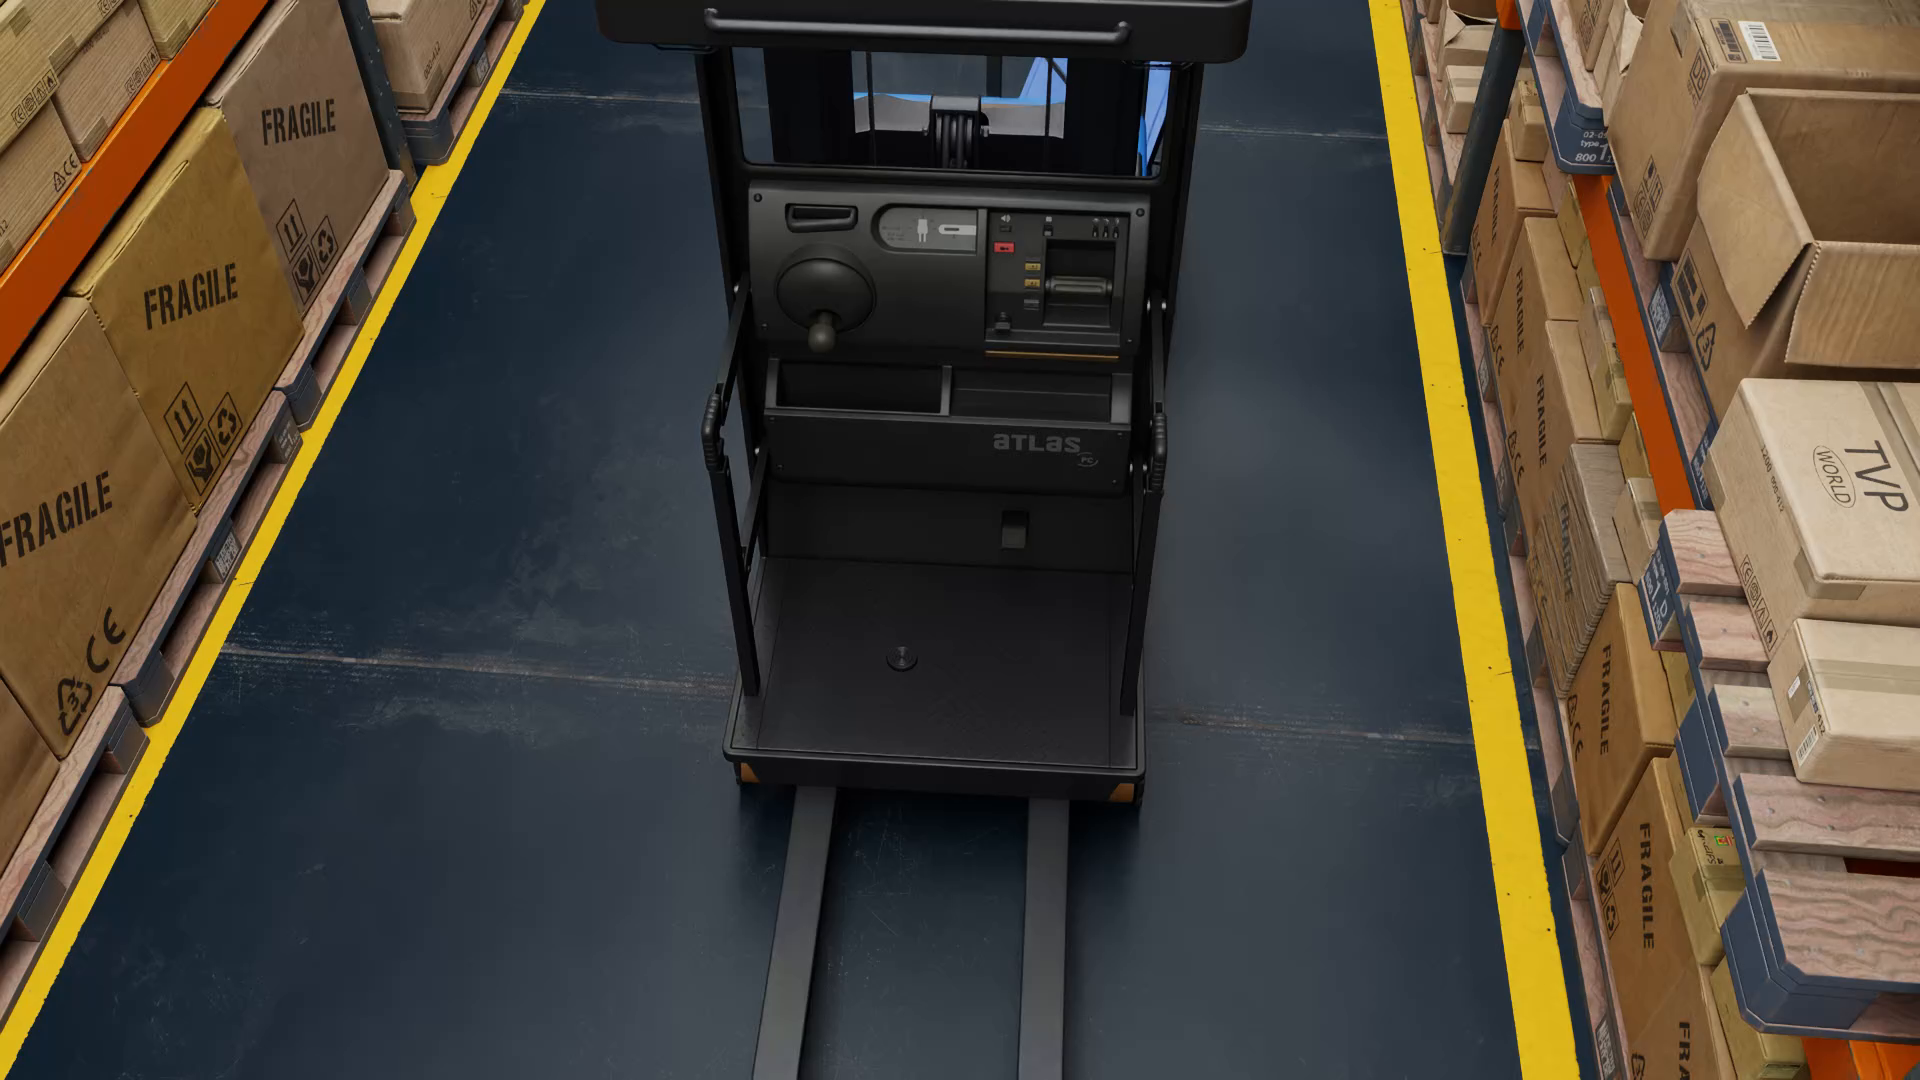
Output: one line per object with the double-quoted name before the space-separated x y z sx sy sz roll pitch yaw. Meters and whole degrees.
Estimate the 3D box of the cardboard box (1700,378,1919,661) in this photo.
"cardboard box" 1.719 -0.035 3.066 0.500 0.250 0.500 2 48 2

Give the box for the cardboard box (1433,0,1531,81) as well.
"cardboard box" 2.100 -1.996 6.611 0.396 0.266 0.258 5 48 5

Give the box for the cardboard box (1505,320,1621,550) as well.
"cardboard box" 1.953 -0.285 4.888 0.500 0.500 0.500 3 48 2

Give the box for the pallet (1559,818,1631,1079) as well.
"pallet" 2.051 1.248 3.965 1.003 0.211 1.213 4 48 4

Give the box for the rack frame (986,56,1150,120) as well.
"rack frame" 0.329 -1.211 5.341 0.500 1.500 0.032 11 48 9

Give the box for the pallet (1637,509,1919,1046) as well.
"pallet" 1.937 0.415 2.967 1.213 0.211 1.003 4 48 4

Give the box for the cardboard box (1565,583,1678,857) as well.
"cardboard box" 1.871 0.478 4.189 0.500 0.500 0.500 6 48 5

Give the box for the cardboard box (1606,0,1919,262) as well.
"cardboard box" 1.924 -0.964 3.746 0.700 0.500 0.500 4 48 3

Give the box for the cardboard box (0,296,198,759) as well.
"cardboard box" -2.767 -0.059 4.427 0.875 0.875 0.875 4 48 4

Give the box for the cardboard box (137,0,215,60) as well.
"cardboard box" -2.471 -1.646 4.824 0.500 0.250 0.500 3 48 3

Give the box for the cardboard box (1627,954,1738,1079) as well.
"cardboard box" 1.769 1.230 3.502 0.500 0.500 0.500 5 48 5

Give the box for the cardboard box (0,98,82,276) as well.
"cardboard box" -2.579 -0.896 4.139 0.500 0.250 0.500 4 48 4

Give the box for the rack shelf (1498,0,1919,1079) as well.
"rack shelf" 2.127 -0.373 4.046 1.077 0.370 4.000 4 48 4

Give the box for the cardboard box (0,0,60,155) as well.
"cardboard box" -2.541 -1.068 3.957 0.500 0.250 0.500 5 48 4

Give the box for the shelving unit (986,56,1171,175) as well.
"shelving unit" 0.453 -1.575 5.674 0.538 1.500 1.048 11 48 9

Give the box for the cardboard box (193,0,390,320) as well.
"cardboard box" -2.611 -1.381 5.635 0.875 0.875 0.875 5 48 5

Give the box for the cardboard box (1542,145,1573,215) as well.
"cardboard box" 2.064 -1.149 5.237 0.380 0.149 0.250 3 48 2

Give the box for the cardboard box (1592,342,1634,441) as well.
"cardboard box" 1.955 -0.394 4.547 0.380 0.149 0.250 5 48 5

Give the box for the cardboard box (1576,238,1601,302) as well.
"cardboard box" 2.040 -0.757 4.879 0.380 0.149 0.250 3 48 3

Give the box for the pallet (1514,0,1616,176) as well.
"pallet" 2.128 -1.441 4.666 1.003 0.211 1.213 4 48 4

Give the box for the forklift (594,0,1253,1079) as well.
"forklift" -0.040 -0.525 3.744 1.130 2.935 3.031 3 48 2

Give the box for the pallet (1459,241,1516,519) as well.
"pallet" 2.273 -0.545 5.605 1.003 0.211 1.213 4 48 4

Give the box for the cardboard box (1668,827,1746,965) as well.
"cardboard box" 1.732 0.754 3.498 0.380 0.149 0.250 2 48 2

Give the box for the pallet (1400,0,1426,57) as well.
"pallet" 2.482 -2.548 7.438 1.003 0.211 1.213 4 48 4

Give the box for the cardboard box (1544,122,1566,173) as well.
"cardboard box" 2.036 -1.263 5.141 0.380 0.149 0.250 2 48 2

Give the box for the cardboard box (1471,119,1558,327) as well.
"cardboard box" 2.041 -1.044 5.581 0.500 0.500 0.500 6 48 5

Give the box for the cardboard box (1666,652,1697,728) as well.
"cardboard box" 1.869 0.372 3.847 0.380 0.149 0.250 5 48 5

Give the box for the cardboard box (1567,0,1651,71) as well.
"cardboard box" 1.995 -1.540 4.274 0.700 0.500 0.500 4 48 4

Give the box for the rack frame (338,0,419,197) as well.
"rack frame" -2.634 -2.417 5.428 1.000 3.000 0.127 4 48 4

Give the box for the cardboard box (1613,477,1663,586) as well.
"cardboard box" 1.887 -0.016 4.202 0.380 0.149 0.250 2 48 2

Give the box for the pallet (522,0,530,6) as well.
"pallet" -2.378 -2.928 7.785 1.003 0.211 1.213 4 48 4

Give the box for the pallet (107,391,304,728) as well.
"pallet" -2.738 -0.005 5.111 1.003 0.211 1.213 4 48 4
